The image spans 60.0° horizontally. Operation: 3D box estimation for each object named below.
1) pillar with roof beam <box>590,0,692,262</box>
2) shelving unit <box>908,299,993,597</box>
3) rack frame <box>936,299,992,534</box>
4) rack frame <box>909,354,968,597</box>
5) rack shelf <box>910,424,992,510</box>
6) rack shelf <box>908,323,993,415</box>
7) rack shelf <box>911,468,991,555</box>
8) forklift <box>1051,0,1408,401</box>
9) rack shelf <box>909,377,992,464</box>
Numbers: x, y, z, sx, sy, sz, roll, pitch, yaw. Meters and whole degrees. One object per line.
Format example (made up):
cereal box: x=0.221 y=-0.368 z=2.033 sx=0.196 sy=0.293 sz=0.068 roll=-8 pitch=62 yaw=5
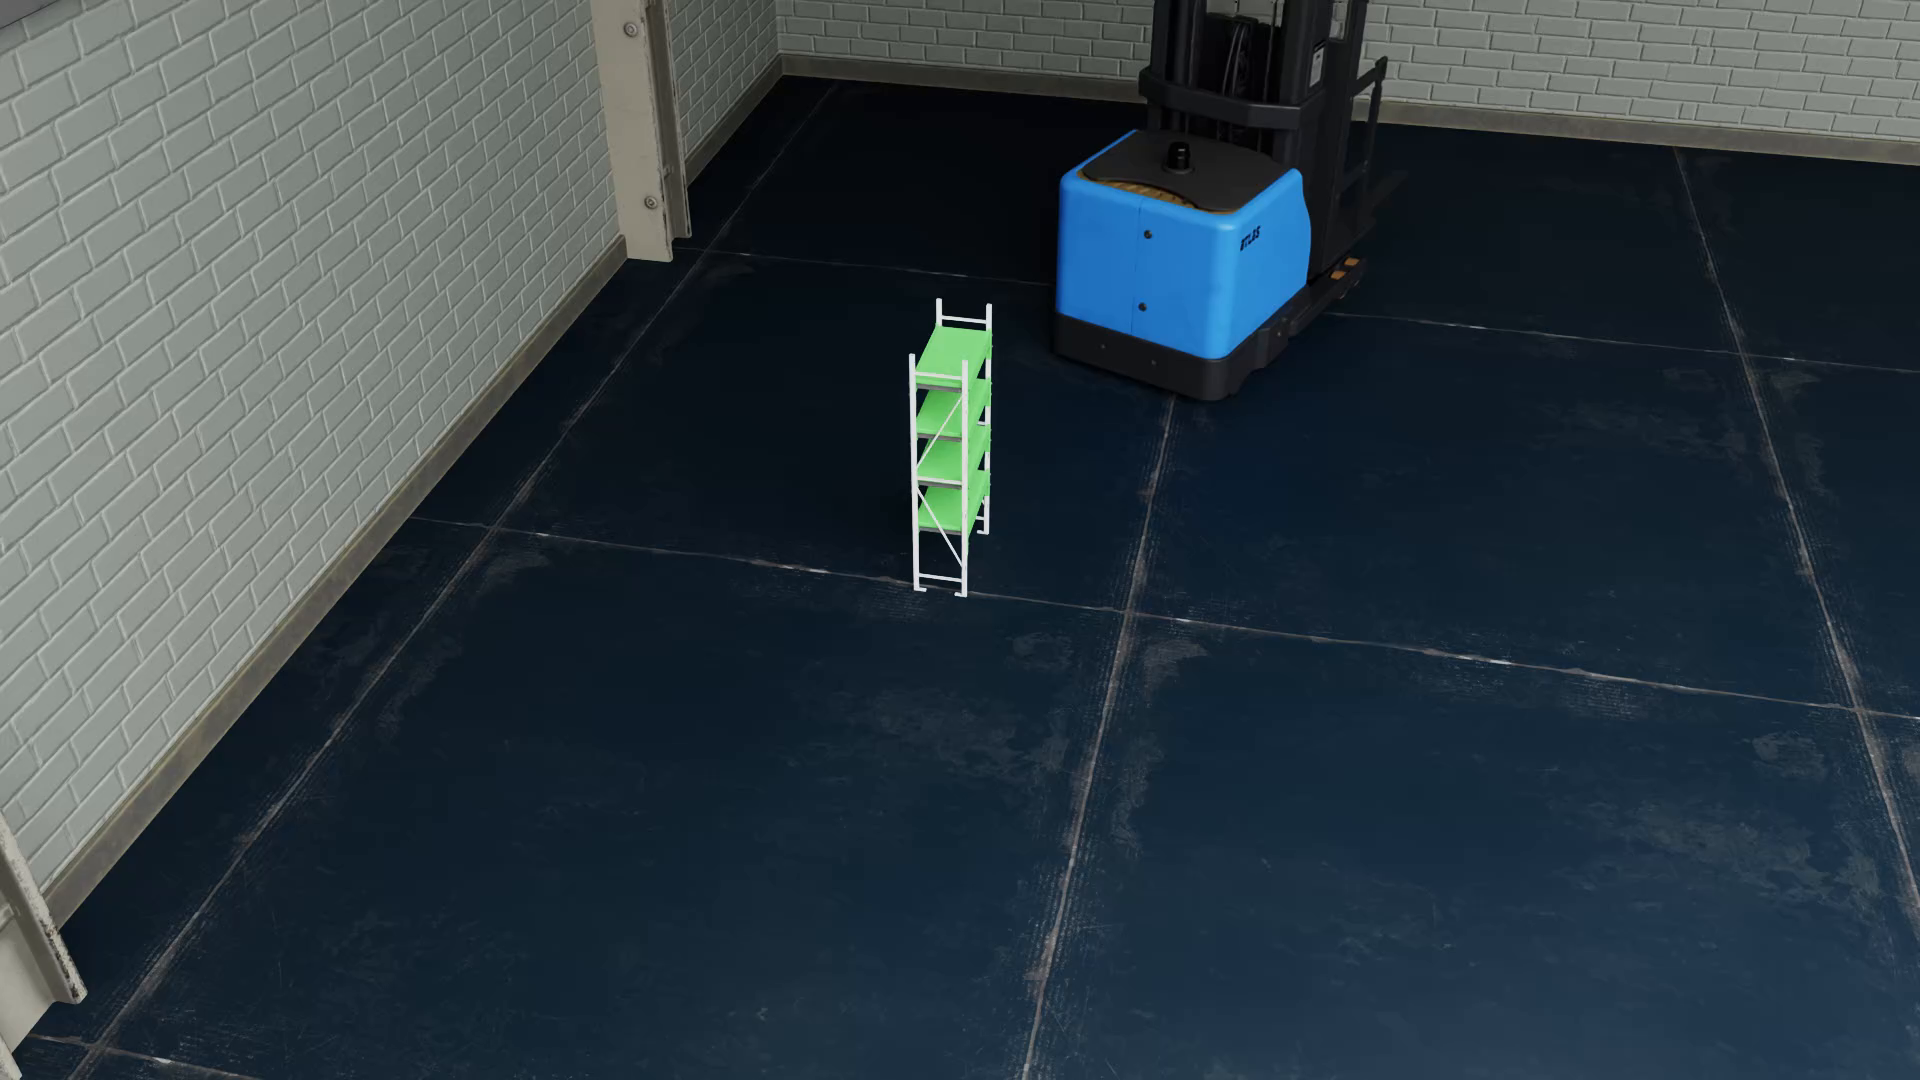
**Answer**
pillar with roof beam: x=2.341 y=-4.920 z=6.870 sx=9.100 sy=9.000 sz=0.400 roll=7 pitch=37 yaw=10
shelving unit: x=-0.035 y=-0.391 z=7.267 sx=0.258 sy=1.200 sz=0.503 roll=7 pitch=37 yaw=10
rack frame: x=0.017 y=-0.531 z=7.460 sx=0.240 sy=1.200 sz=0.015 roll=7 pitch=37 yaw=10
rack frame: x=-0.087 y=-0.251 z=7.074 sx=0.240 sy=1.200 sz=0.015 roll=7 pitch=37 yaw=10
rack shelf: x=-0.035 y=-0.339 z=7.304 sx=0.258 sy=0.148 sz=0.480 roll=7 pitch=37 yaw=10
rack shelf: x=-0.035 y=-0.728 z=7.023 sx=0.258 sy=0.148 sz=0.480 roll=7 pitch=37 yaw=10
rack shelf: x=-0.035 y=-0.145 z=7.445 sx=0.258 sy=0.148 sz=0.480 roll=7 pitch=37 yaw=10
forklift: x=1.737 y=-2.733 z=9.023 sx=1.130 sy=2.935 sz=3.031 roll=22 pitch=41 yaw=27
rack shelf: x=-0.035 y=-0.534 z=7.164 sx=0.258 sy=0.148 sz=0.480 roll=7 pitch=37 yaw=10
